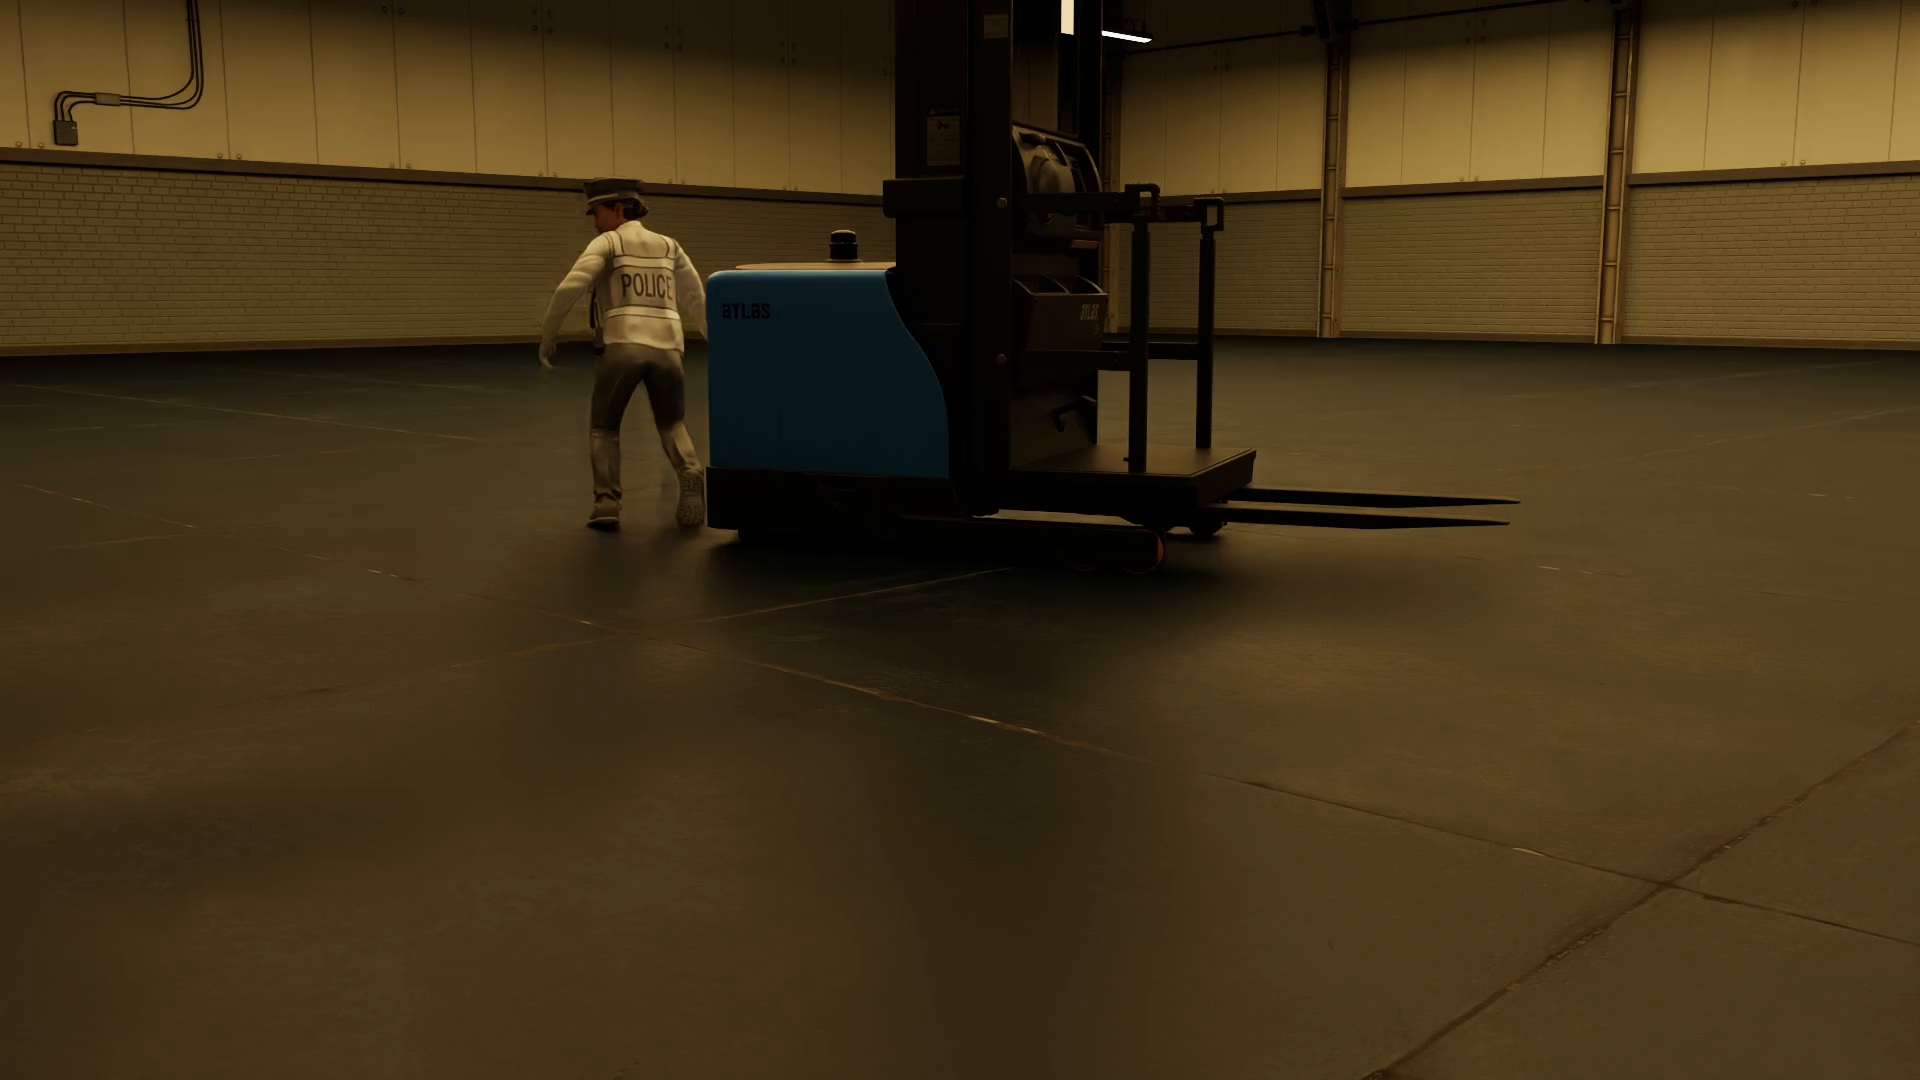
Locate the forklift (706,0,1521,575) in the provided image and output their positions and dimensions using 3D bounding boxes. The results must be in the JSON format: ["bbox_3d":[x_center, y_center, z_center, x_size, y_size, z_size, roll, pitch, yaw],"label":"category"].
[{"bbox_3d":[0.565,-1.416,6.275,3.031,2.935,1.130,3,9,22],"label":"forklift"}]

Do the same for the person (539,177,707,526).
[{"bbox_3d":[-1.338,-0.784,7.115,0.884,1.491,0.534,-5,10,-30],"label":"person"}]
